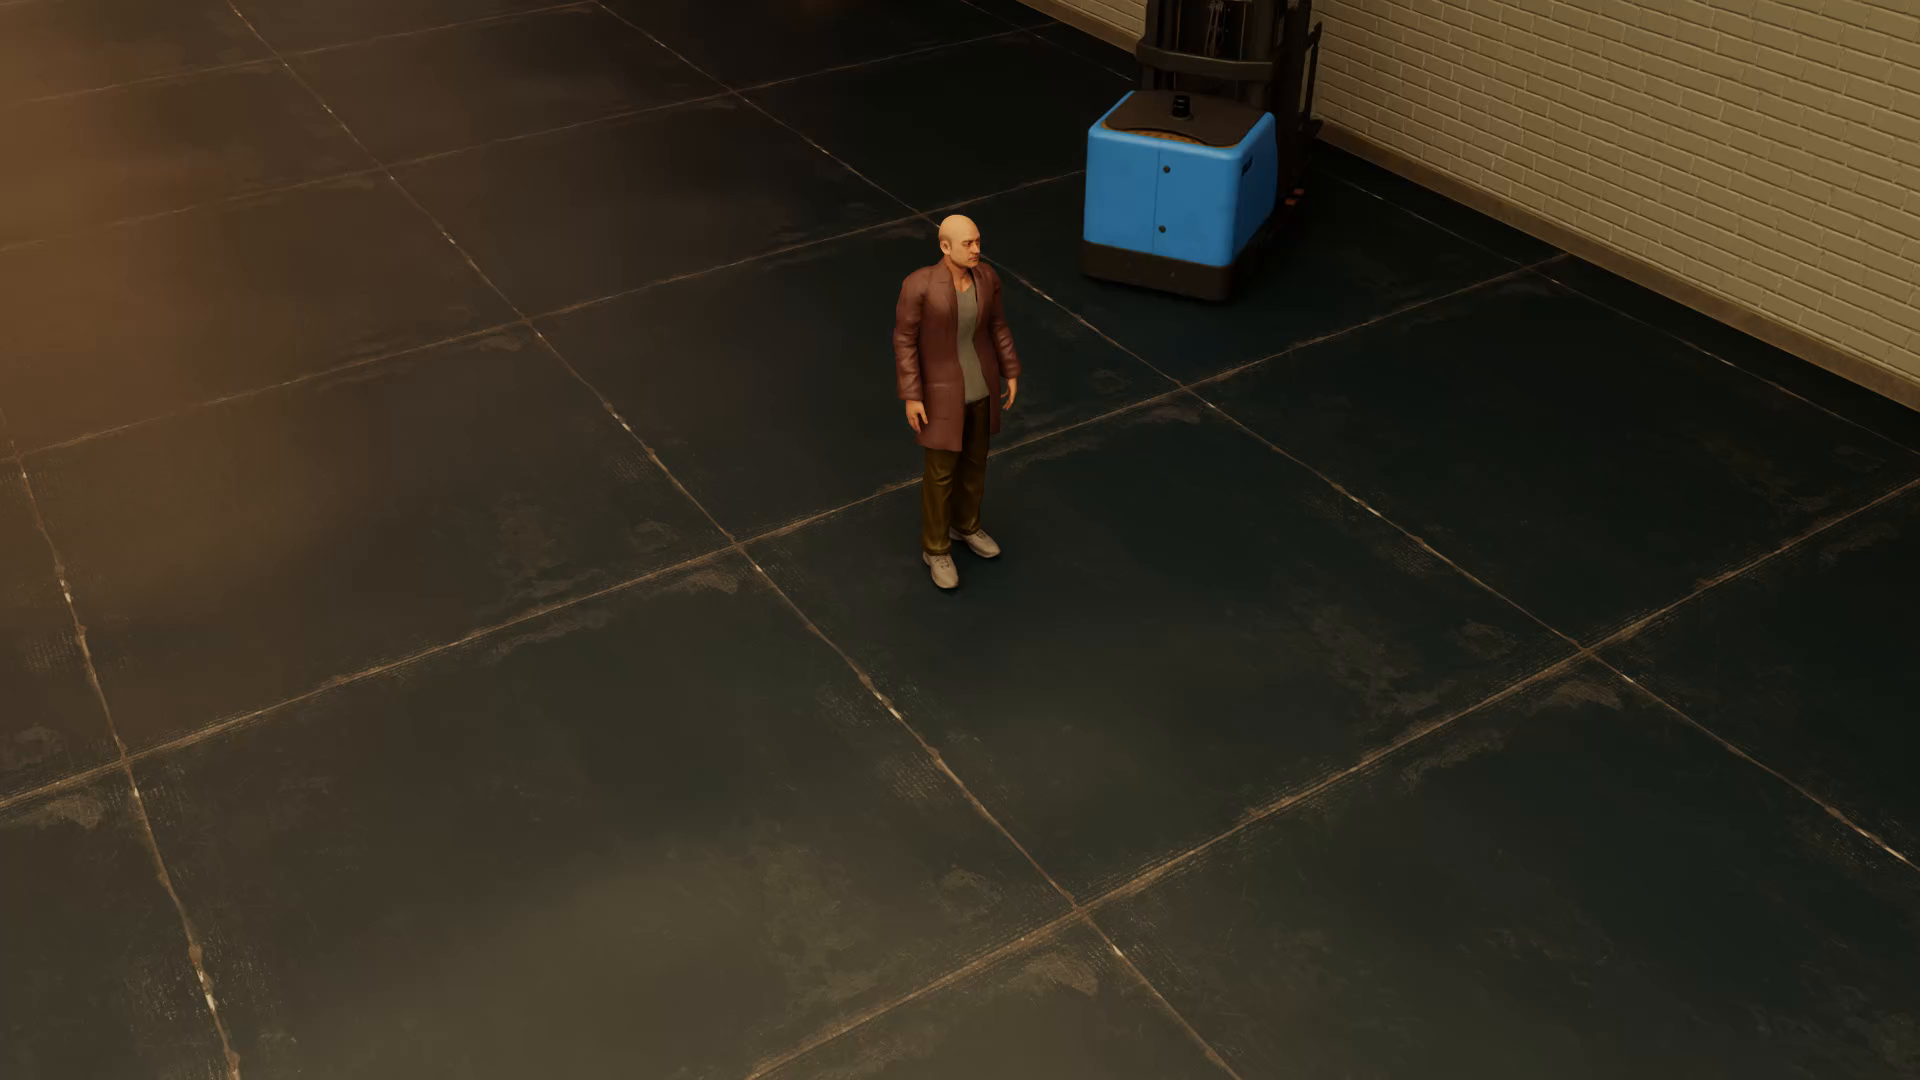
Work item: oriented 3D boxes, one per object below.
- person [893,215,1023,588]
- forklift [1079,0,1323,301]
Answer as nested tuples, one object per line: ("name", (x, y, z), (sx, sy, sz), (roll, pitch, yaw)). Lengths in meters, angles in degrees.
("person", (0.047, -0.688, 8.117), (0.698, 1.778, 0.579), (-21, 40, -27))
("forklift", (1.883, -3.583, 11.247), (1.130, 2.935, 3.031), (15, 38, 20))
